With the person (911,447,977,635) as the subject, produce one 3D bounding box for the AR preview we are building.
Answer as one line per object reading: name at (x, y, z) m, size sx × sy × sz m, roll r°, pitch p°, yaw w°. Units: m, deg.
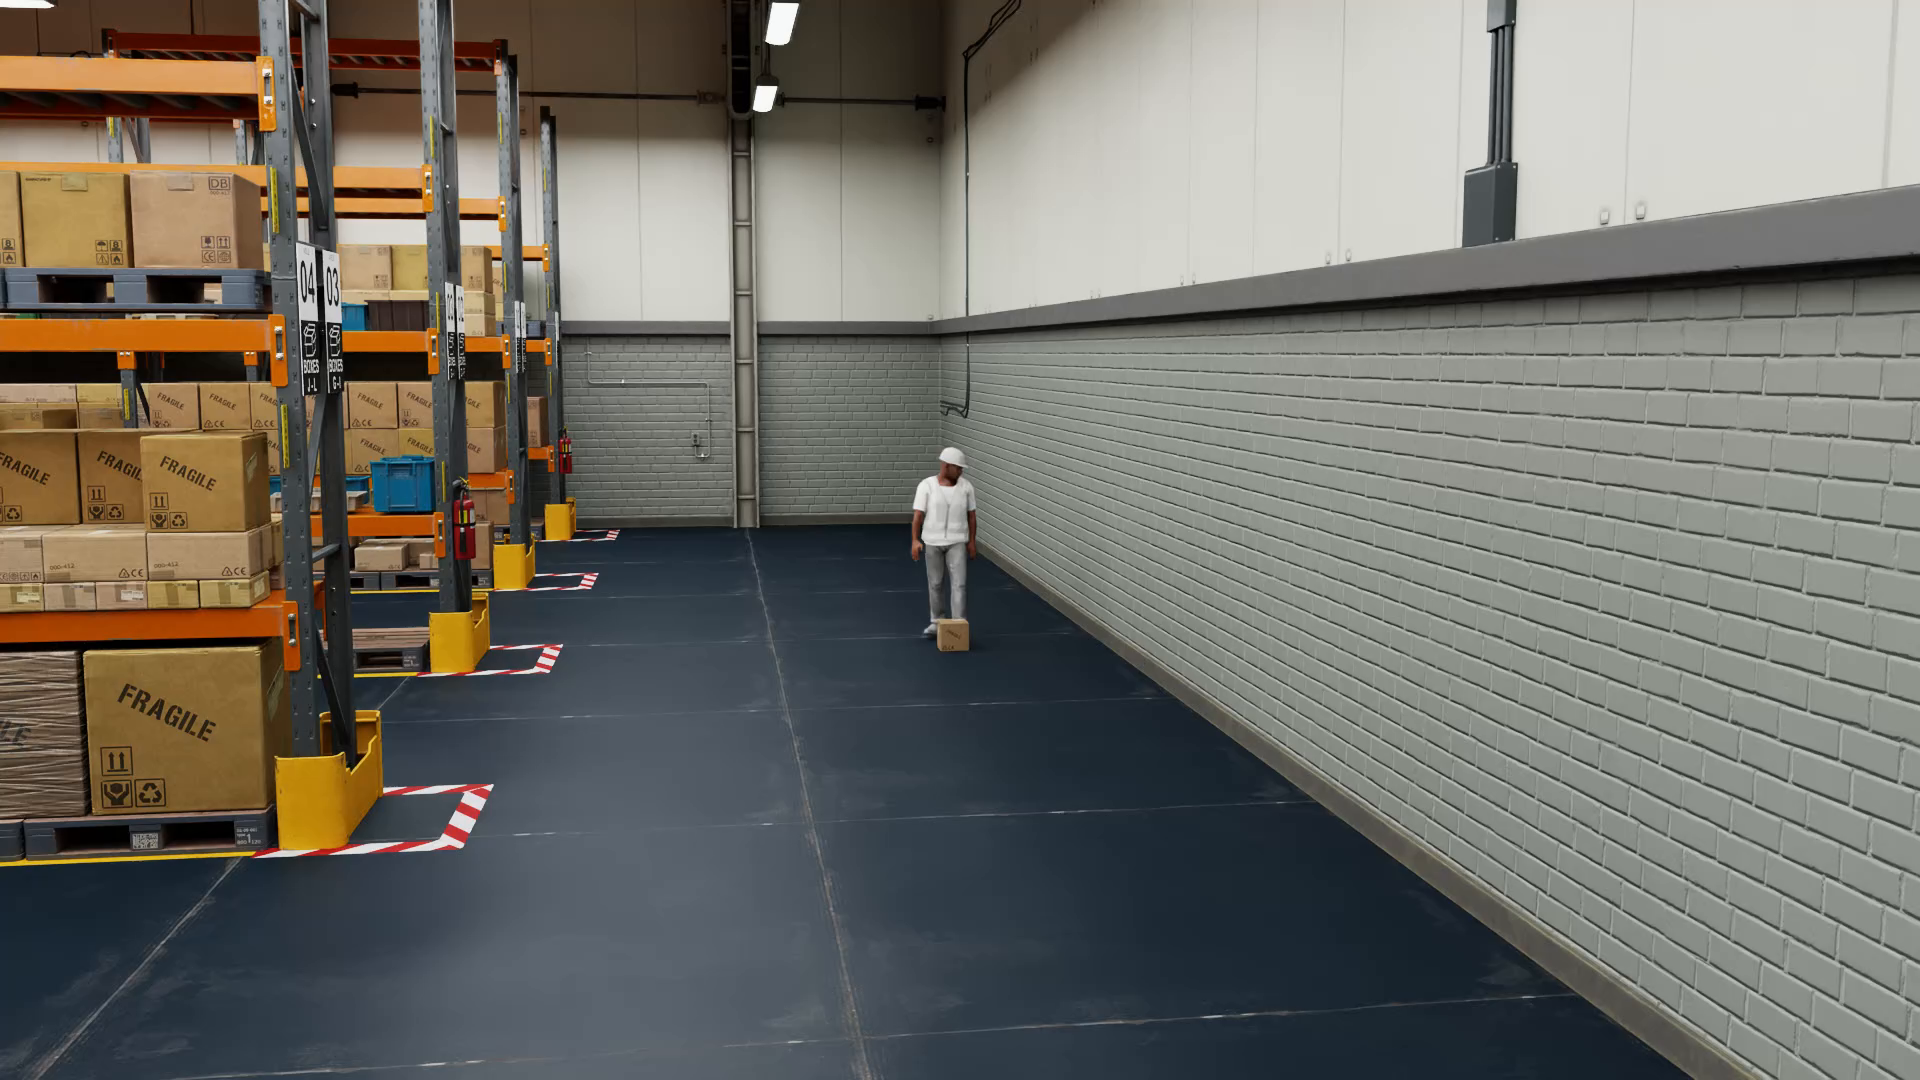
person at (-0.143, 0.038, 15.158) m, size 0.615 × 1.757 × 0.766 m, roll 0°, pitch 6°, yaw -3°
